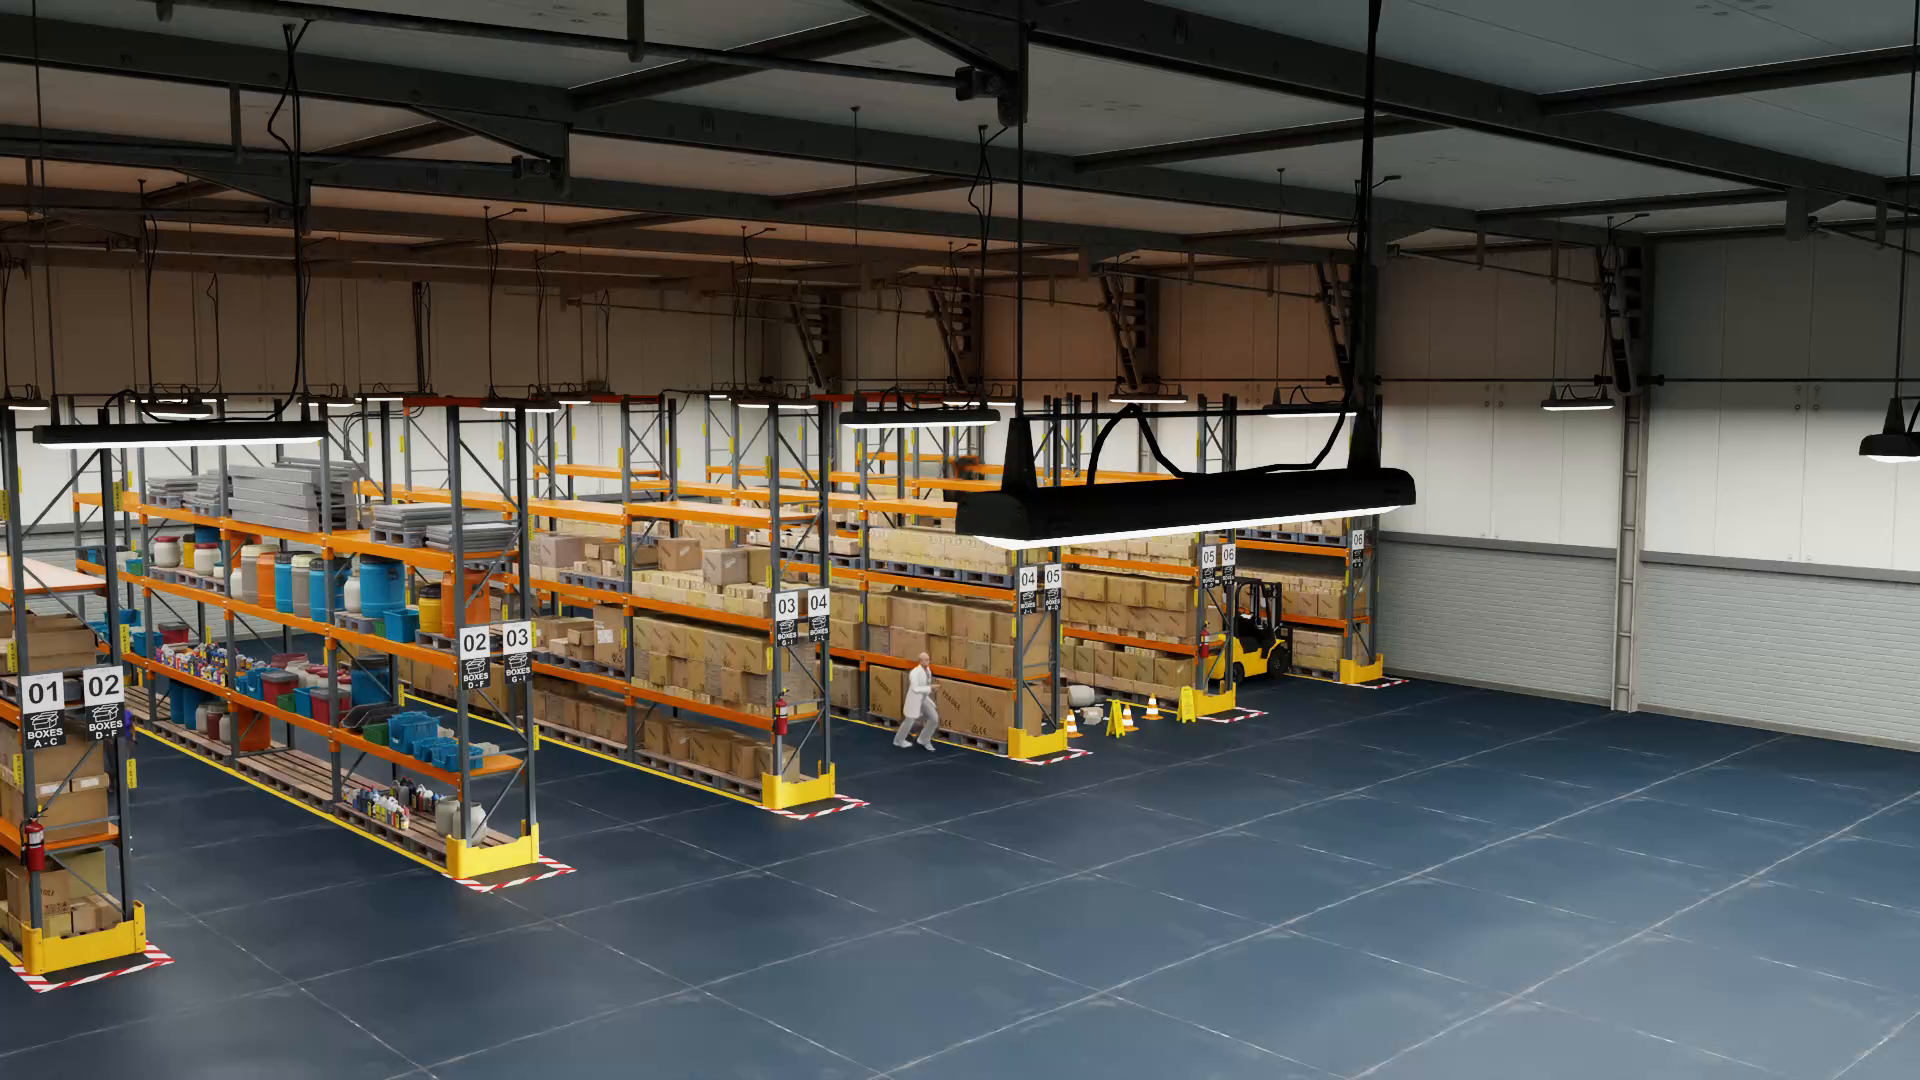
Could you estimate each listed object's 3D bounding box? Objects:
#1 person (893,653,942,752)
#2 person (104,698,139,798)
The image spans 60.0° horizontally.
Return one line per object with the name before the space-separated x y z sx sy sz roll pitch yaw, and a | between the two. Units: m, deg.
person | -0.721 2.748 28.202 1.012 1.730 0.628 4 7 39
person | -12.787 3.117 25.188 0.593 1.589 0.573 4 7 35
